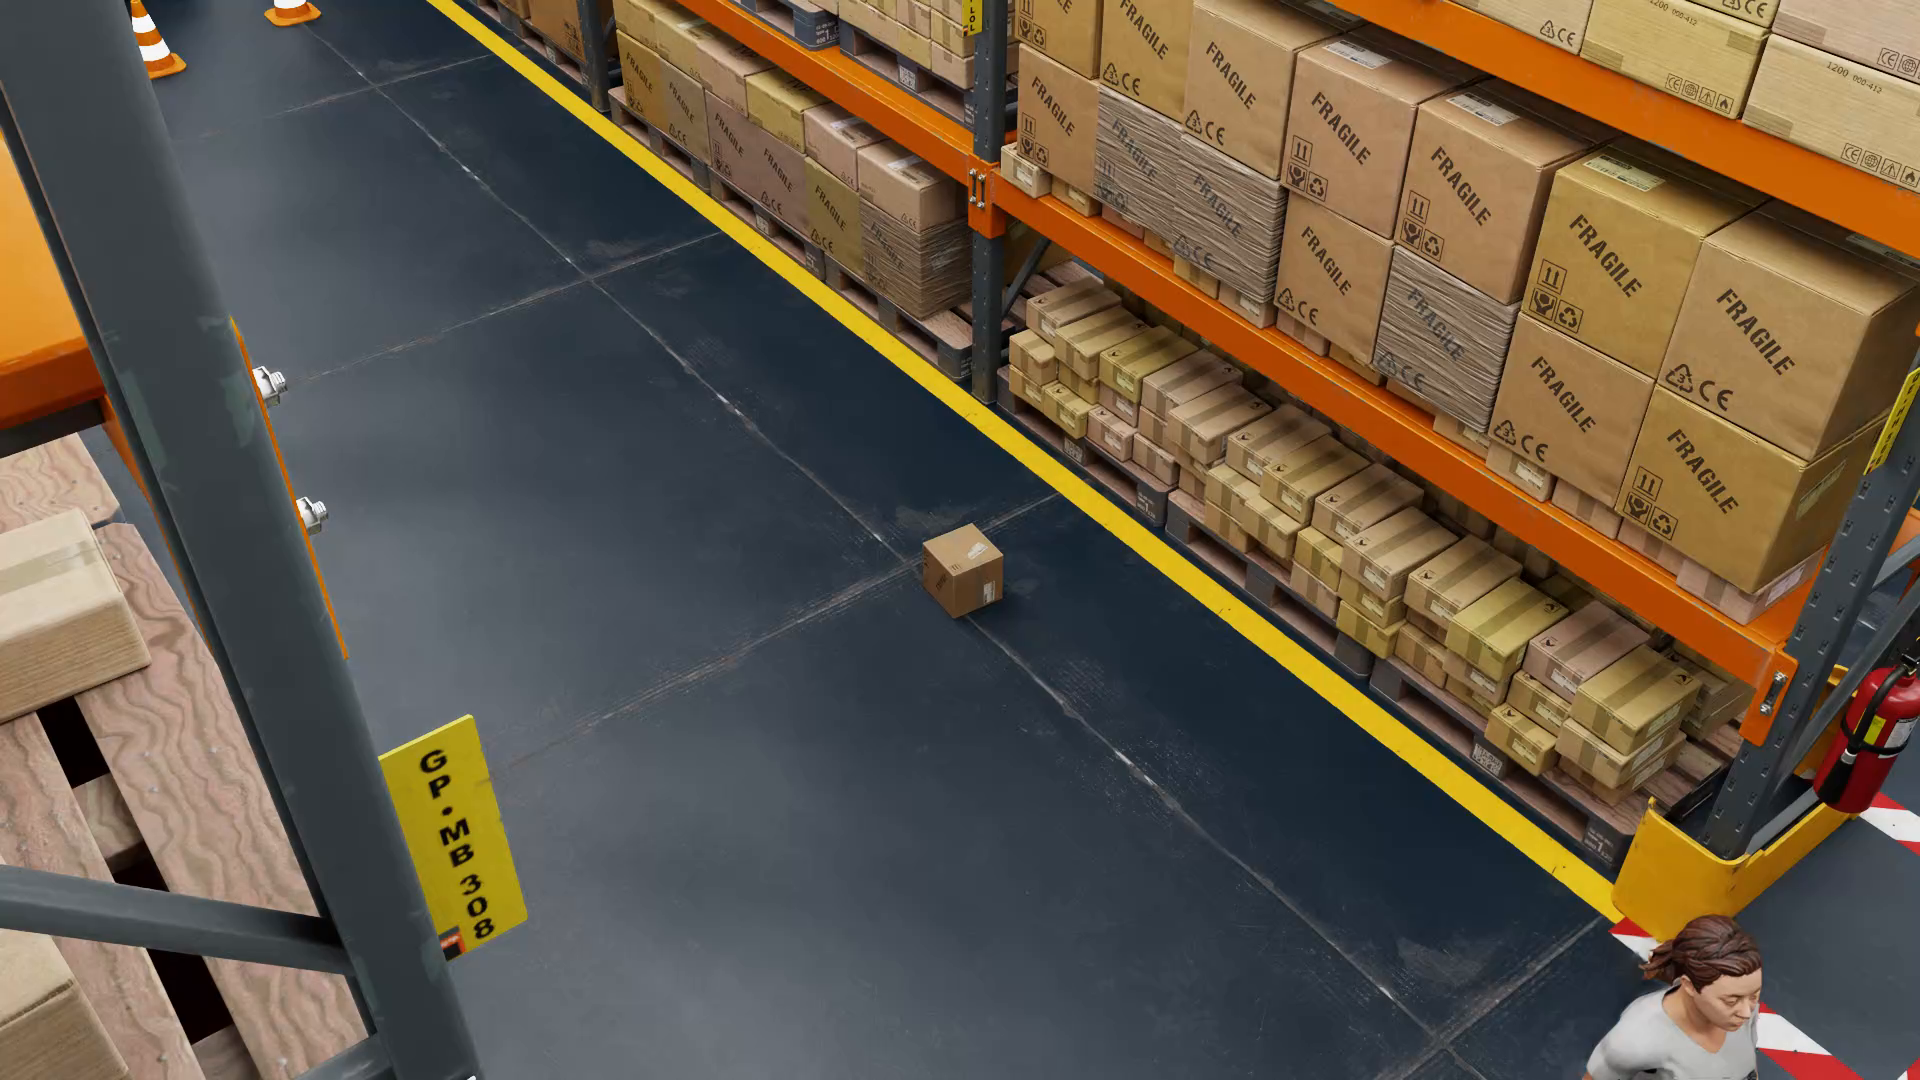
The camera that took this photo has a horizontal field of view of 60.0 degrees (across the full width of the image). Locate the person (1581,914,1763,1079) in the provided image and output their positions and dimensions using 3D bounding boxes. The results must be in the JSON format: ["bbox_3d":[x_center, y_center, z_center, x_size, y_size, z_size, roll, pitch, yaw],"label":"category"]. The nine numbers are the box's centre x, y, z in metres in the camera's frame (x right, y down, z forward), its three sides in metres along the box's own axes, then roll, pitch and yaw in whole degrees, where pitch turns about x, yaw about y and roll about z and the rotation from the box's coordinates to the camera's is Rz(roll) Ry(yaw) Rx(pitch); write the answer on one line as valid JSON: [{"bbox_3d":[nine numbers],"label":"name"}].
[{"bbox_3d":[1.836,1.572,4.297,0.454,1.606,1.038,-22,45,-23],"label":"person"}]
